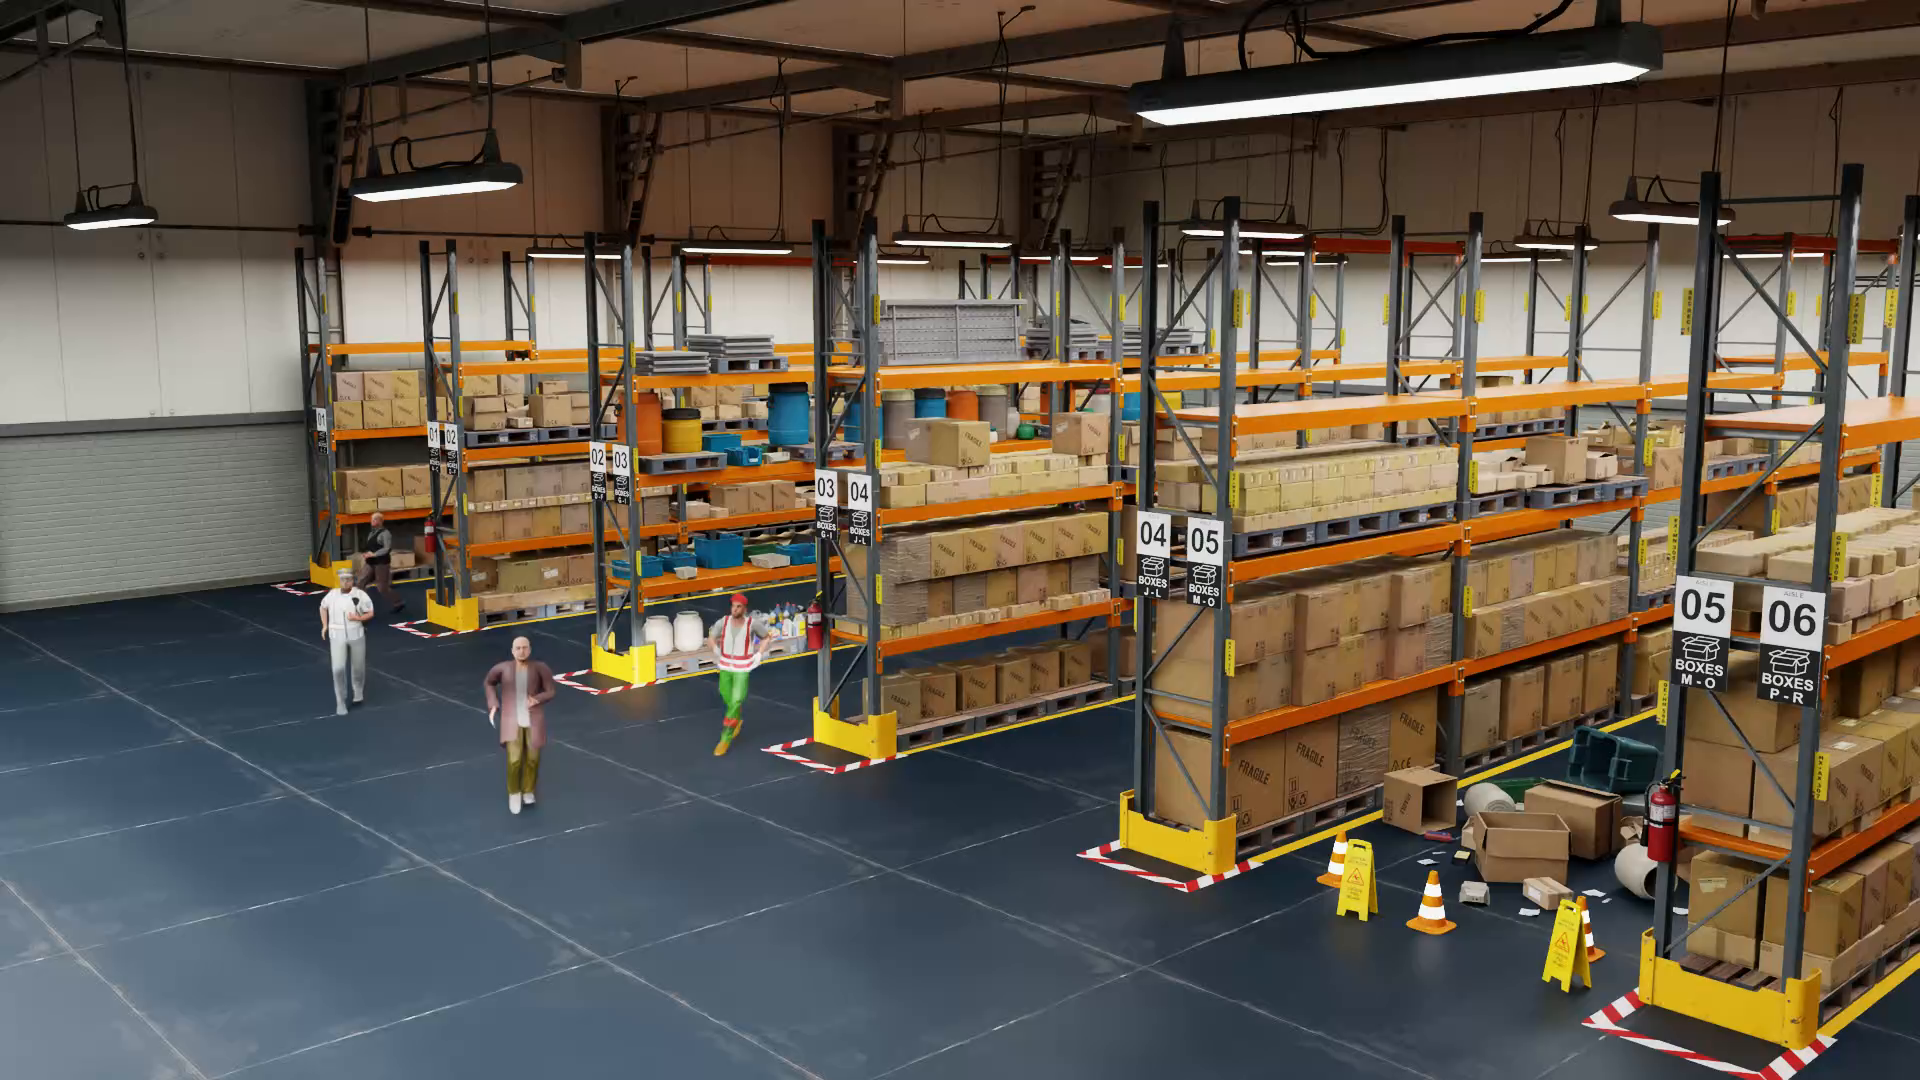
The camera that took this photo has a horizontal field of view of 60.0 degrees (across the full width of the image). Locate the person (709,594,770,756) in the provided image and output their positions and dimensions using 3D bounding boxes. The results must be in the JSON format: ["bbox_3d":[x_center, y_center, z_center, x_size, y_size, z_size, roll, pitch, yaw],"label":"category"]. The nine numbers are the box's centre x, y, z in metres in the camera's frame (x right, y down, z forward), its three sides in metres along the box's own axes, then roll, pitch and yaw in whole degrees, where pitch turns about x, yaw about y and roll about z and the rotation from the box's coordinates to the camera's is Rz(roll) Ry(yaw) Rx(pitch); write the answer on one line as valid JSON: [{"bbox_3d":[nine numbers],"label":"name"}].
[{"bbox_3d":[-2.553,1.489,19.018,0.664,1.792,0.913,2,9,13],"label":"person"}]

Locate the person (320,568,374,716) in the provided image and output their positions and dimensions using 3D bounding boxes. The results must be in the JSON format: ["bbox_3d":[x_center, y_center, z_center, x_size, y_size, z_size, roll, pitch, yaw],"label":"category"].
[{"bbox_3d":[-7.657,1.258,20.816,0.637,1.853,0.767,-3,9,-19],"label":"person"}]

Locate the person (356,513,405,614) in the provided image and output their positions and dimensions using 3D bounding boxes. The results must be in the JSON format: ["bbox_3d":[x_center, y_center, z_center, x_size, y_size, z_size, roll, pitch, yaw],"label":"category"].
[{"bbox_3d":[-9.372,0.414,26.688,0.672,1.718,0.922,7,11,39],"label":"person"}]

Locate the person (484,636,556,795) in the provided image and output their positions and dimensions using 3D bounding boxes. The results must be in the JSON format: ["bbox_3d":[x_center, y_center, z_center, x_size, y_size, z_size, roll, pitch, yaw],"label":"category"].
[{"bbox_3d":[-4.390,1.805,16.674,0.675,1.676,0.741,-3,9,-19],"label":"person"}]
